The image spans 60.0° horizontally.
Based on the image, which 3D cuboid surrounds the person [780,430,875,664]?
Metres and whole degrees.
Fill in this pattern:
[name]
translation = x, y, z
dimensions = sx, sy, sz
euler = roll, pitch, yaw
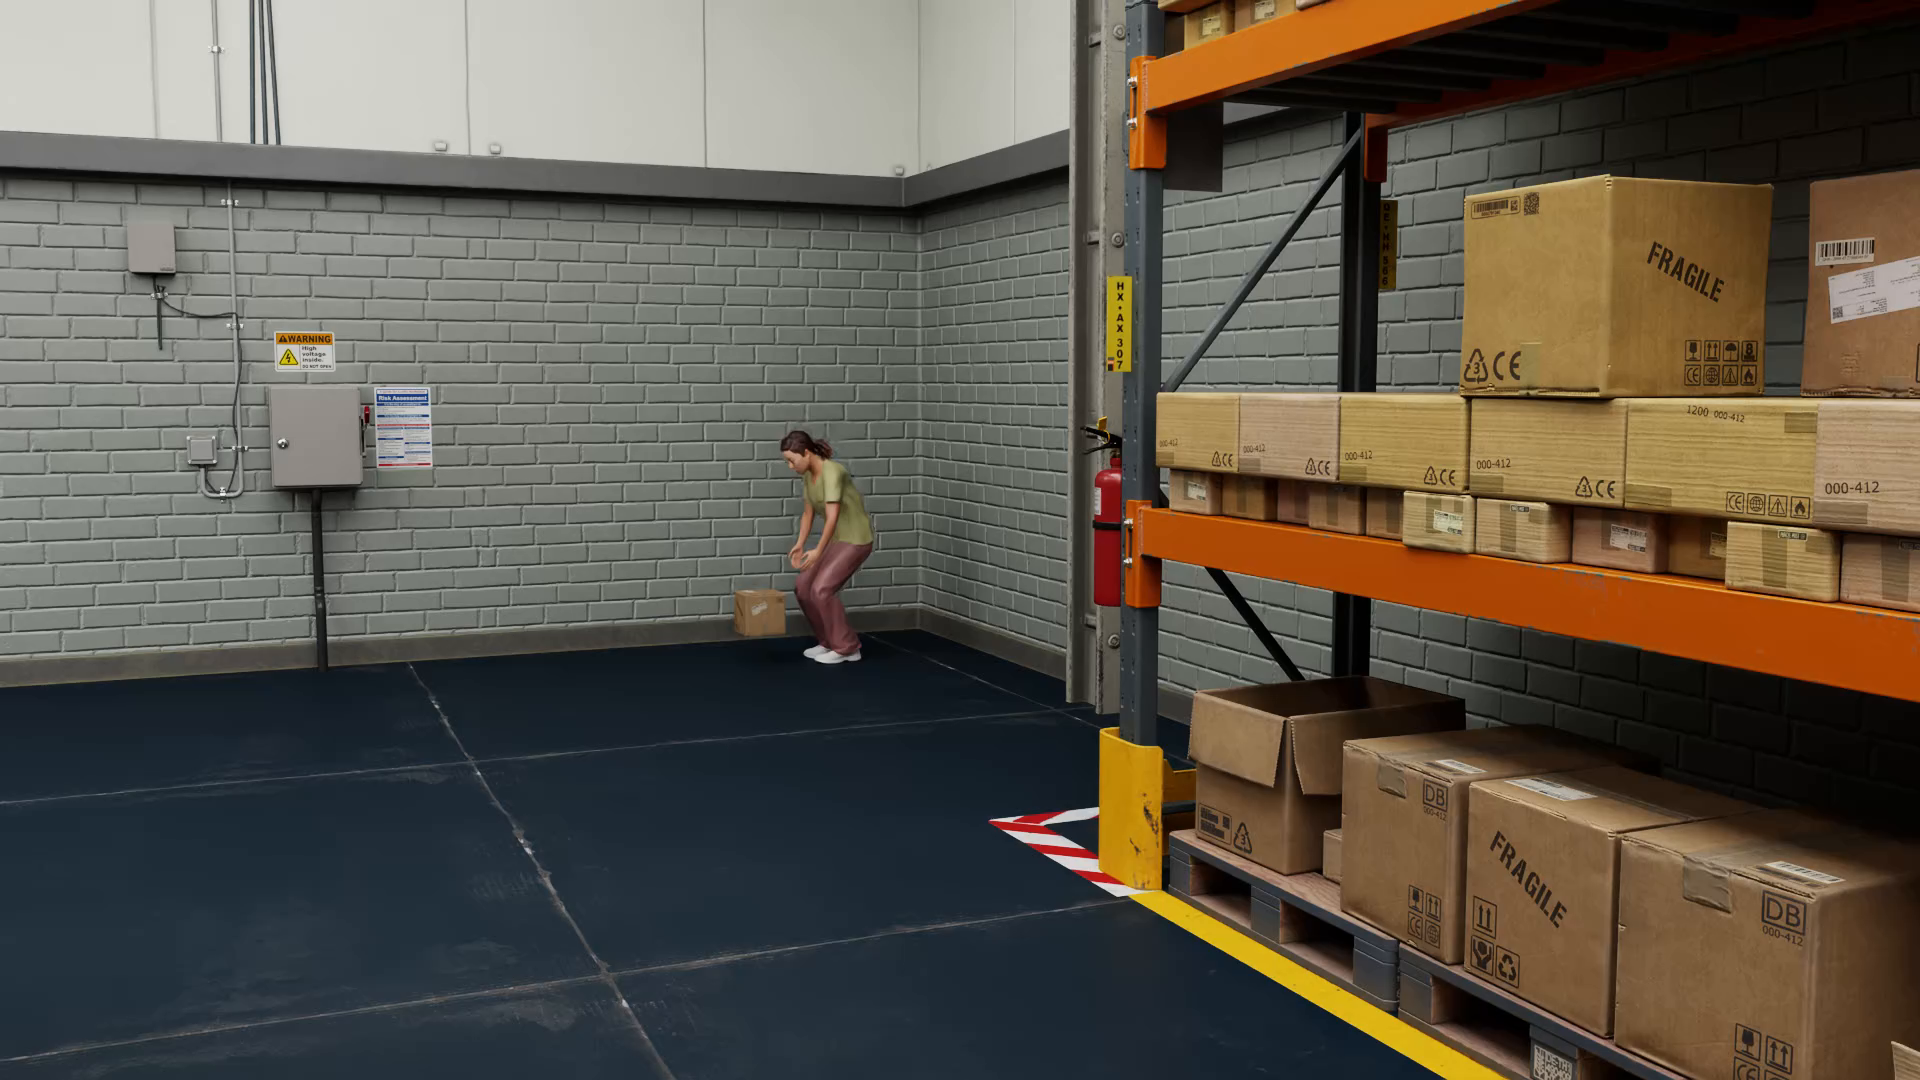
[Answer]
[person]
translation = -0.821, 0.039, 10.310
dimensions = 0.596, 1.444, 0.507
euler = -2, 6, -23
